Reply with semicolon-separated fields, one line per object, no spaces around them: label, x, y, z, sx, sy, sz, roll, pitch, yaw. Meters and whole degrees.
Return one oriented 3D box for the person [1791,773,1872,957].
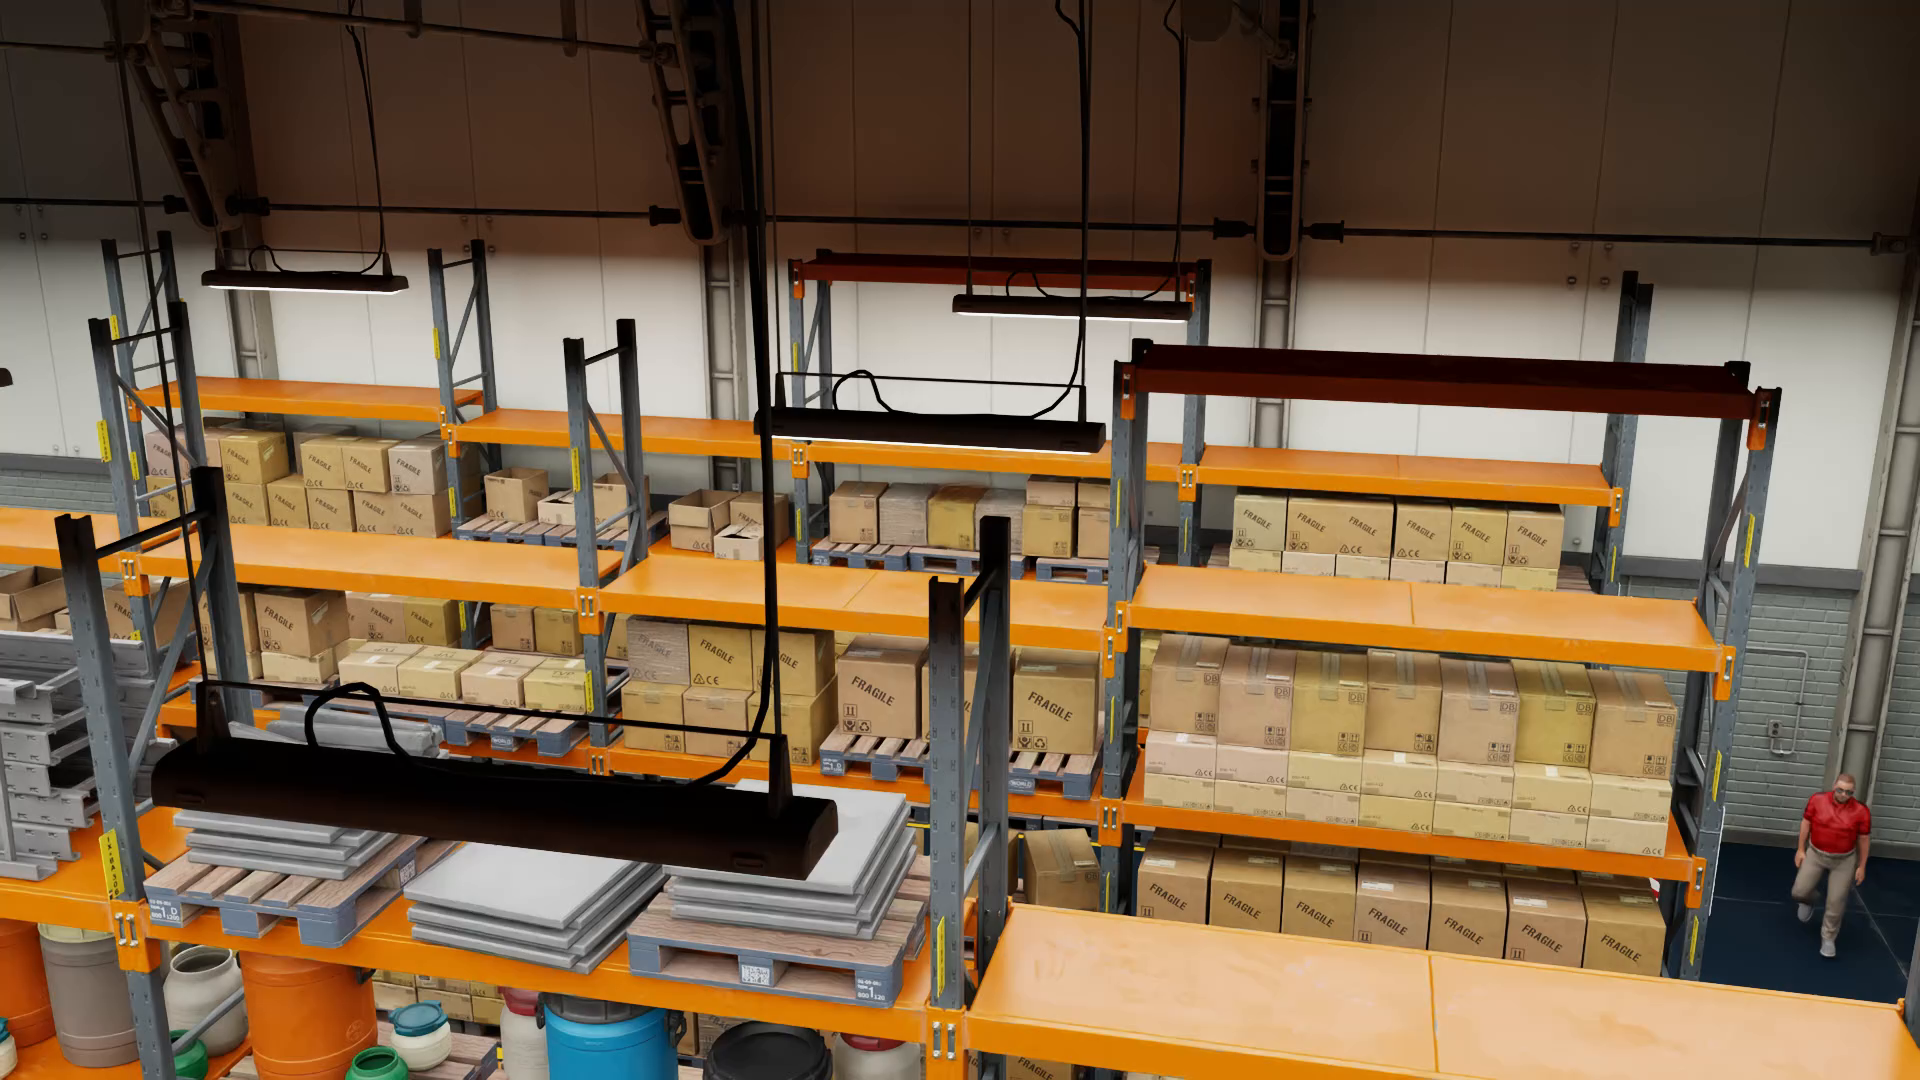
person;8.022;2.914;15.301;0.588;1.717;0.640;11;19;32
